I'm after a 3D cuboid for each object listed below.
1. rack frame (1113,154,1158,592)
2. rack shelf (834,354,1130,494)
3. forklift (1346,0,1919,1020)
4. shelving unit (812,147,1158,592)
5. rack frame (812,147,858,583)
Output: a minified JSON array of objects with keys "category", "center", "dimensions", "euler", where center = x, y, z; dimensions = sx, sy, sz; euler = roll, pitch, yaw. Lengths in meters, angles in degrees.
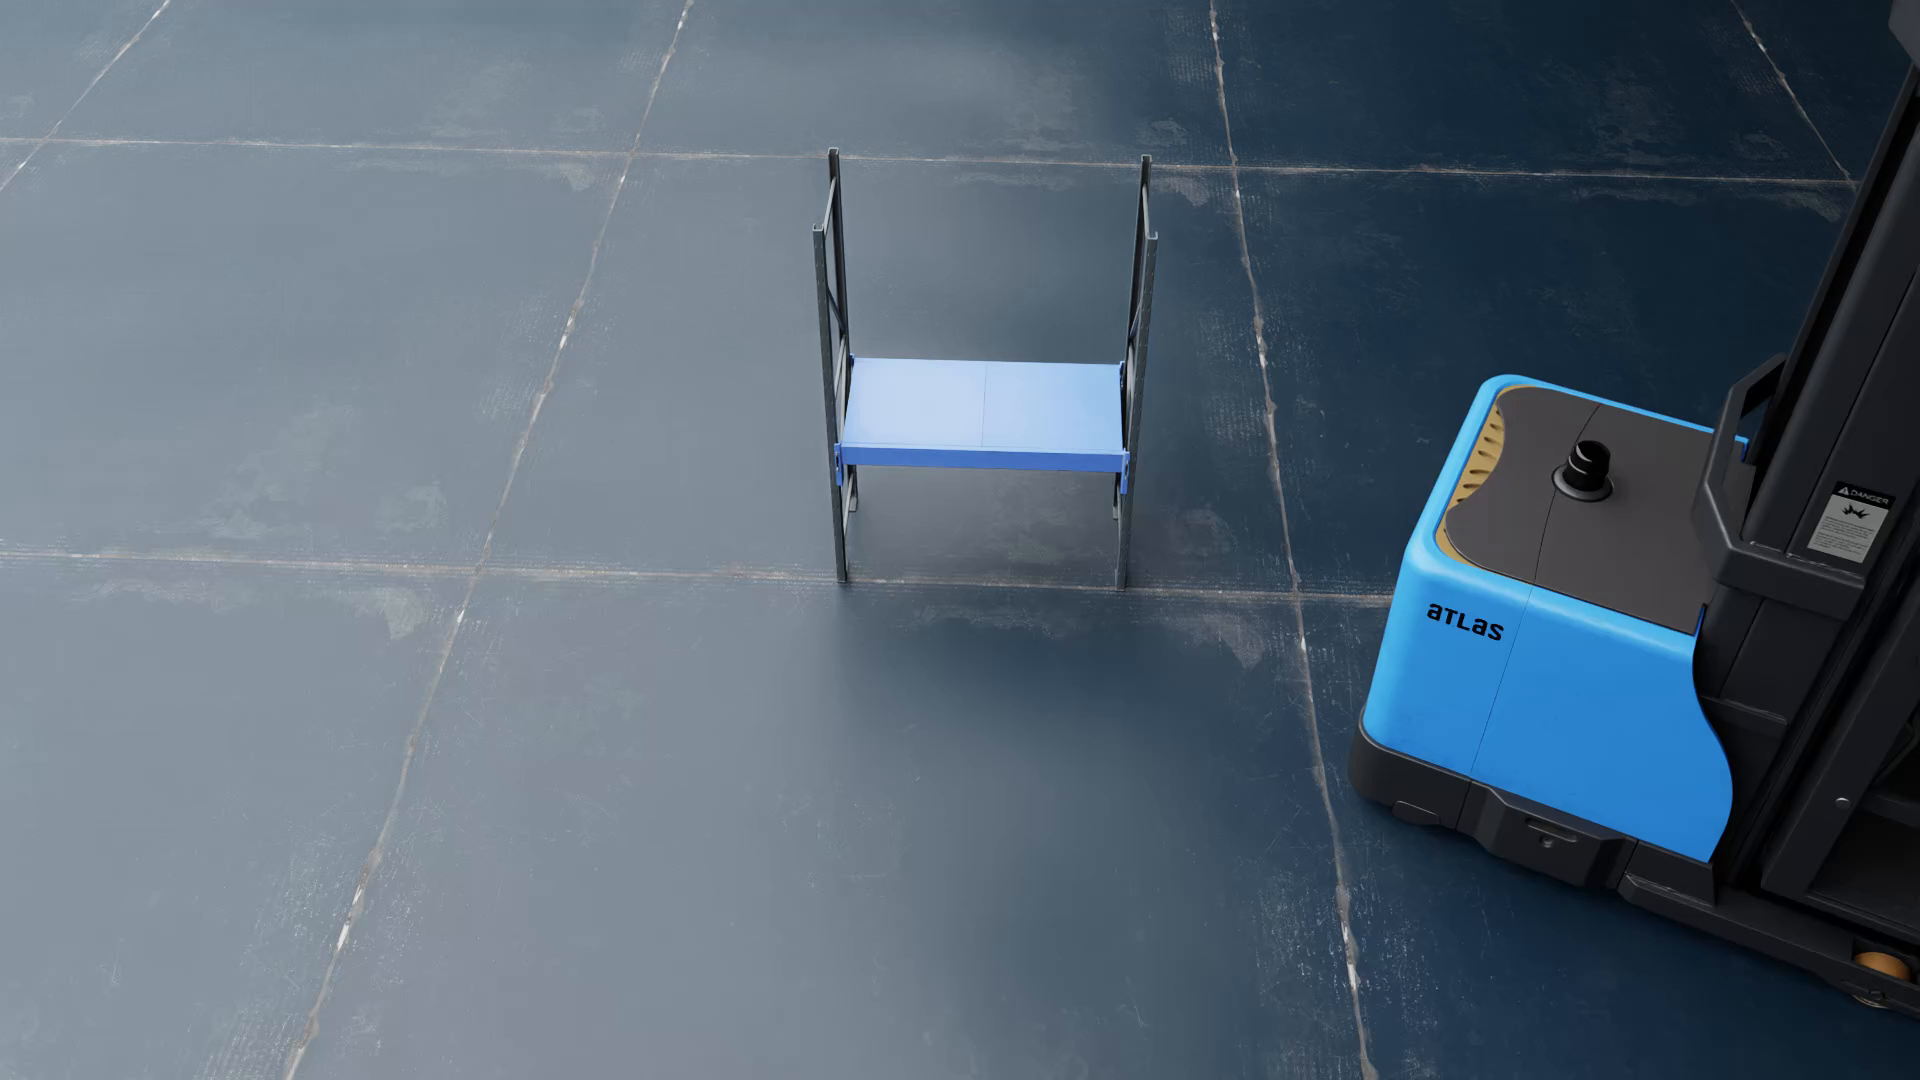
[{"category":"rack frame","center":[0.593,-0.531,5.719],"dimensions":[0.032,1.500,0.500],"euler":[2,43,2]},{"category":"rack shelf","center":[0.085,-0.415,5.859],"dimensions":[1.000,0.185,0.538],"euler":[2,43,2]},{"category":"forklift","center":[2.791,-0.081,4.187],"dimensions":[3.031,2.935,1.130],"euler":[19,46,19]},{"category":"shelving unit","center":[0.085,-0.546,5.736],"dimensions":[1.048,1.500,0.538],"euler":[2,43,2]},{"category":"rack frame","center":[-0.423,-0.562,5.753],"dimensions":[0.032,1.500,0.500],"euler":[2,43,2]}]
